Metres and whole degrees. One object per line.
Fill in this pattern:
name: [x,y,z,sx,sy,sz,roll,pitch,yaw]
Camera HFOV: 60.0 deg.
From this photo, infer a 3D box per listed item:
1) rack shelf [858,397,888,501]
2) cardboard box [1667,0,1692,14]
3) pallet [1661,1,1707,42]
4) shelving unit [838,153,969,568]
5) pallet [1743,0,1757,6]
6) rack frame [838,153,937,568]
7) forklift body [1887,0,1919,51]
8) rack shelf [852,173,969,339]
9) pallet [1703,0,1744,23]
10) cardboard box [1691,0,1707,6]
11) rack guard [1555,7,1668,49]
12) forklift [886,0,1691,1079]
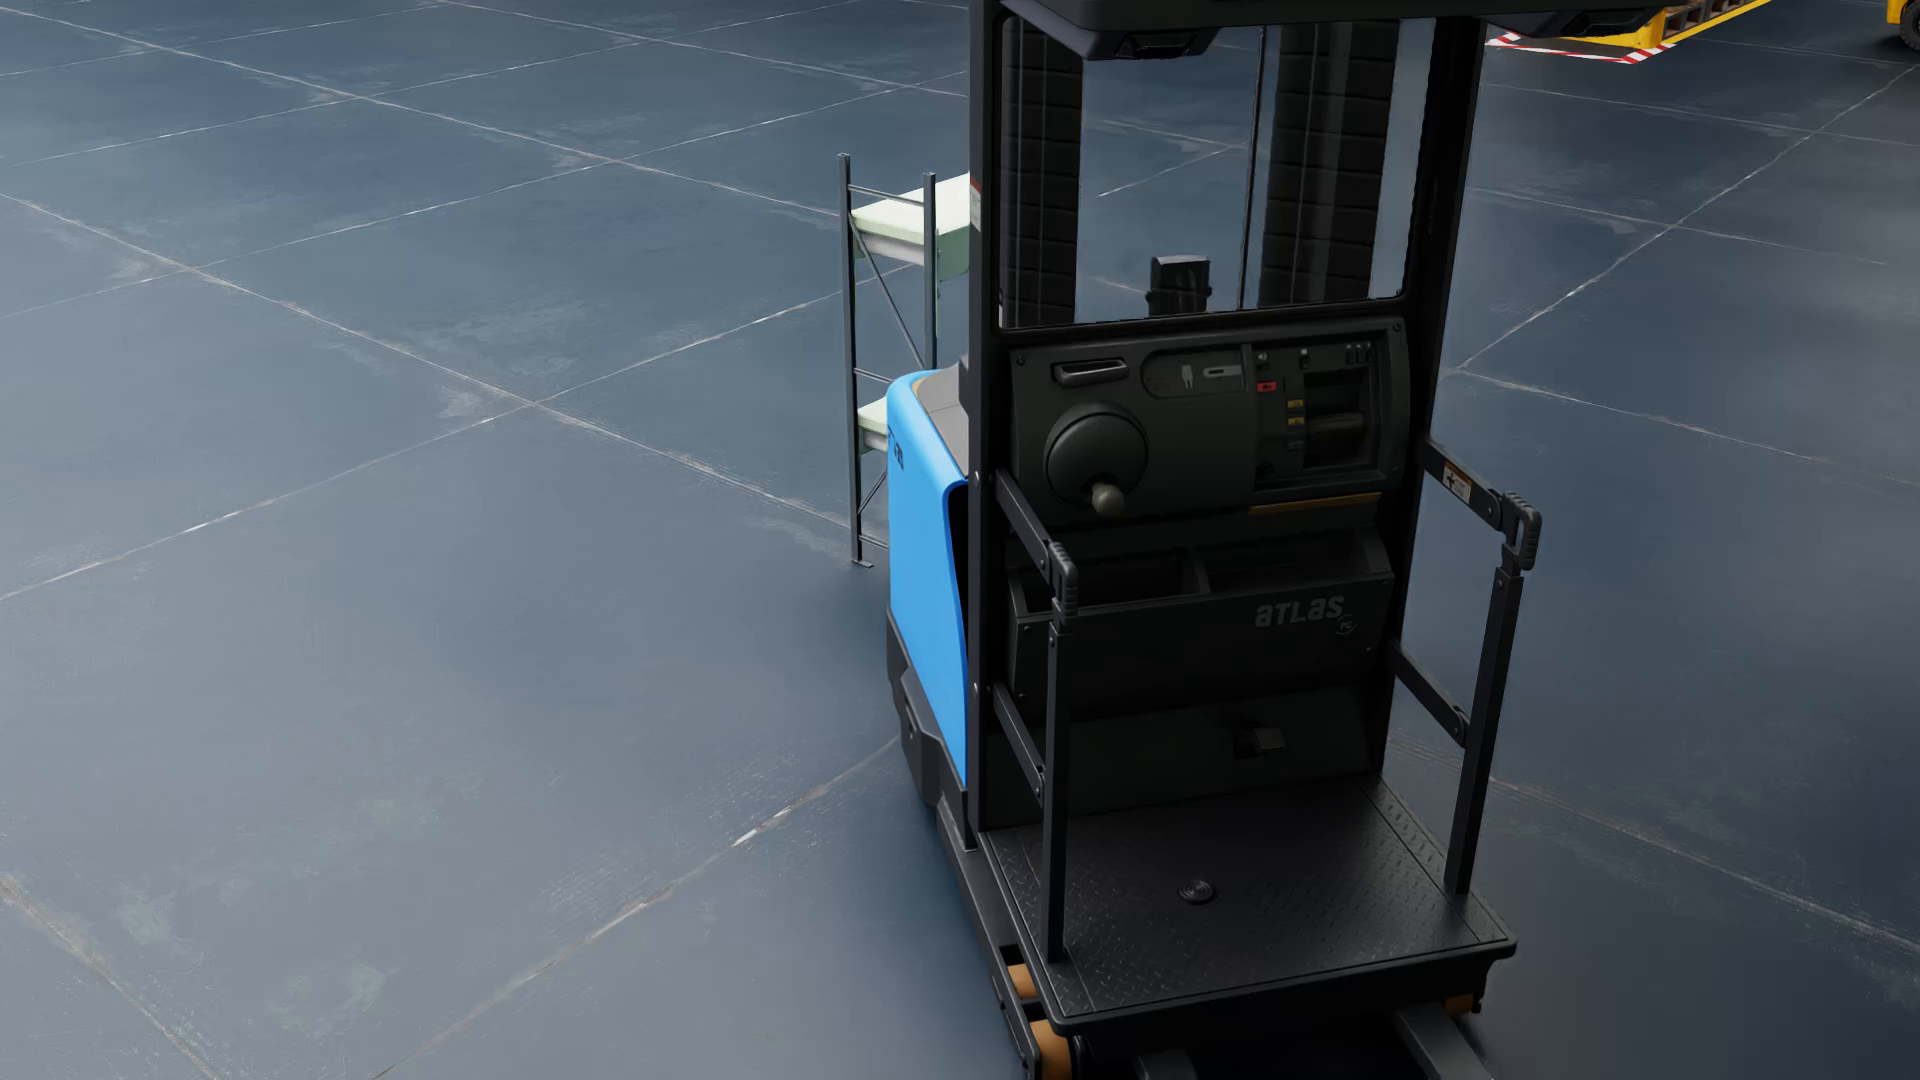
rack shelf: [-0.004,-0.374,6.051,0.431,0.370,0.720,21,34,34]
cardboard box: [6.357,-4.989,15.164,0.500,0.250,0.500,20,34,34]
pallet: [6.222,-4.884,15.462,1.003,0.211,1.213,21,34,34]
shelving unit: [-0.004,-0.664,5.901,0.431,1.500,0.755,21,34,34]
pallet: [7.774,-5.750,17.134,1.003,0.211,1.213,21,34,34]
rack frame: [-0.237,-0.534,5.650,0.400,1.500,0.023,21,34,34]
forklift body: [9.261,-5.198,13.956,2.313,2.155,1.214,21,34,34]
rack shelf: [-0.004,-1.010,5.721,0.431,0.370,0.720,21,34,34]
pallet: [6.999,-5.315,16.295,1.003,0.211,1.213,21,34,34]
cardboard box: [6.687,-5.168,15.510,0.500,0.250,0.500,22,35,36]
rack guard: [5.678,-4.735,14.859,1.175,0.500,0.348,21,34,34]
forklift: [0.618,-0.234,3.512,1.130,2.935,3.031,-6,28,-12]
